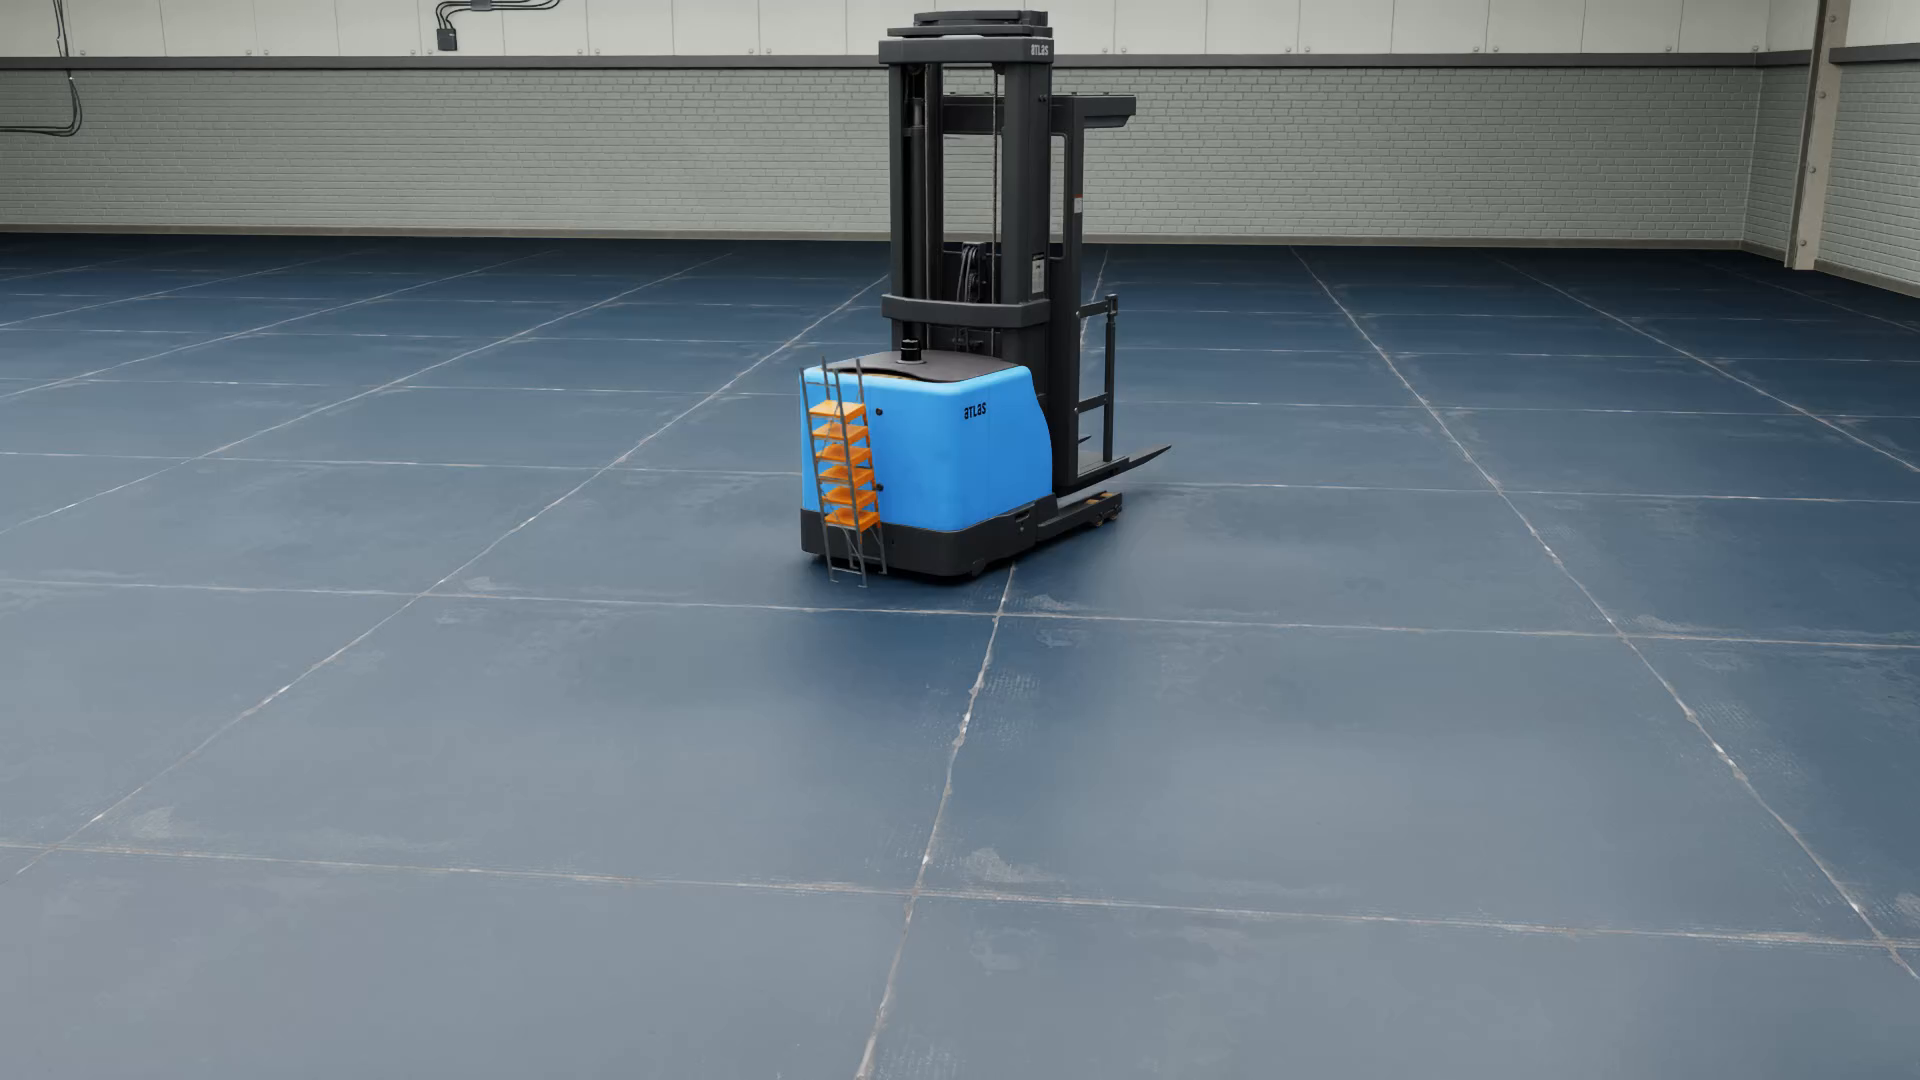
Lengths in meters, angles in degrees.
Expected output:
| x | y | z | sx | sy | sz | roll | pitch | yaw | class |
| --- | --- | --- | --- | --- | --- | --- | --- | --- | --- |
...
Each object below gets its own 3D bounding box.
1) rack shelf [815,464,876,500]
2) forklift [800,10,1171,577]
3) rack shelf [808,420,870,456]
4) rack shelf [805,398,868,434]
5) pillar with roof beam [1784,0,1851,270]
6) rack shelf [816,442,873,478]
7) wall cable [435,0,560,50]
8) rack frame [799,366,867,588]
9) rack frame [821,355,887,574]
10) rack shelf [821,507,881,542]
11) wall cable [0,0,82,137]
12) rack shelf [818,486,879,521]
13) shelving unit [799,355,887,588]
| x | y | z | sx | sy | sz | roll | pitch | yaw | class |
| --- | --- | --- | --- | --- | --- | --- | --- | --- | --- |
| -0.594 | -0.305 | 8.628 | 0.258 | 0.103 | 0.180 | 10 | 28 | 32 | rack shelf |
| 0.332 | -1.552 | 9.787 | 1.130 | 2.935 | 3.031 | 9 | 18 | 31 | forklift |
| -0.618 | -0.523 | 8.531 | 0.258 | 0.103 | 0.180 | 10 | 28 | 32 | rack shelf |
| -0.629 | -0.633 | 8.483 | 0.258 | 0.103 | 0.180 | 10 | 28 | 32 | rack shelf |
| 8.066 | -8.466 | 23.733 | 9.100 | 9.000 | 0.400 | 2 | 15 | 6 | pillar with roof beam |
| -0.606 | -0.414 | 8.580 | 0.258 | 0.103 | 0.180 | 10 | 28 | 32 | rack shelf |
| -7.878 | -11.351 | 27.884 | 2.305 | 6.003 | 0.169 | 2 | 15 | 6 | wall cable |
| -0.647 | -0.310 | 8.542 | 0.240 | 1.200 | 0.006 | 10 | 28 | 32 | rack frame |
| -0.549 | -0.381 | 8.679 | 0.240 | 1.200 | 0.006 | 10 | 28 | 32 | rack frame |
| -0.570 | -0.087 | 8.725 | 0.258 | 0.103 | 0.180 | 10 | 28 | 32 | rack shelf |
| -17.309 | -8.494 | 29.782 | 3.097 | 2.526 | 0.112 | 2 | 15 | 6 | wall cable |
| -0.582 | -0.196 | 8.677 | 0.258 | 0.103 | 0.180 | 10 | 28 | 32 | rack shelf |
| -0.598 | -0.346 | 8.610 | 0.258 | 1.200 | 0.189 | 10 | 28 | 32 | shelving unit |
